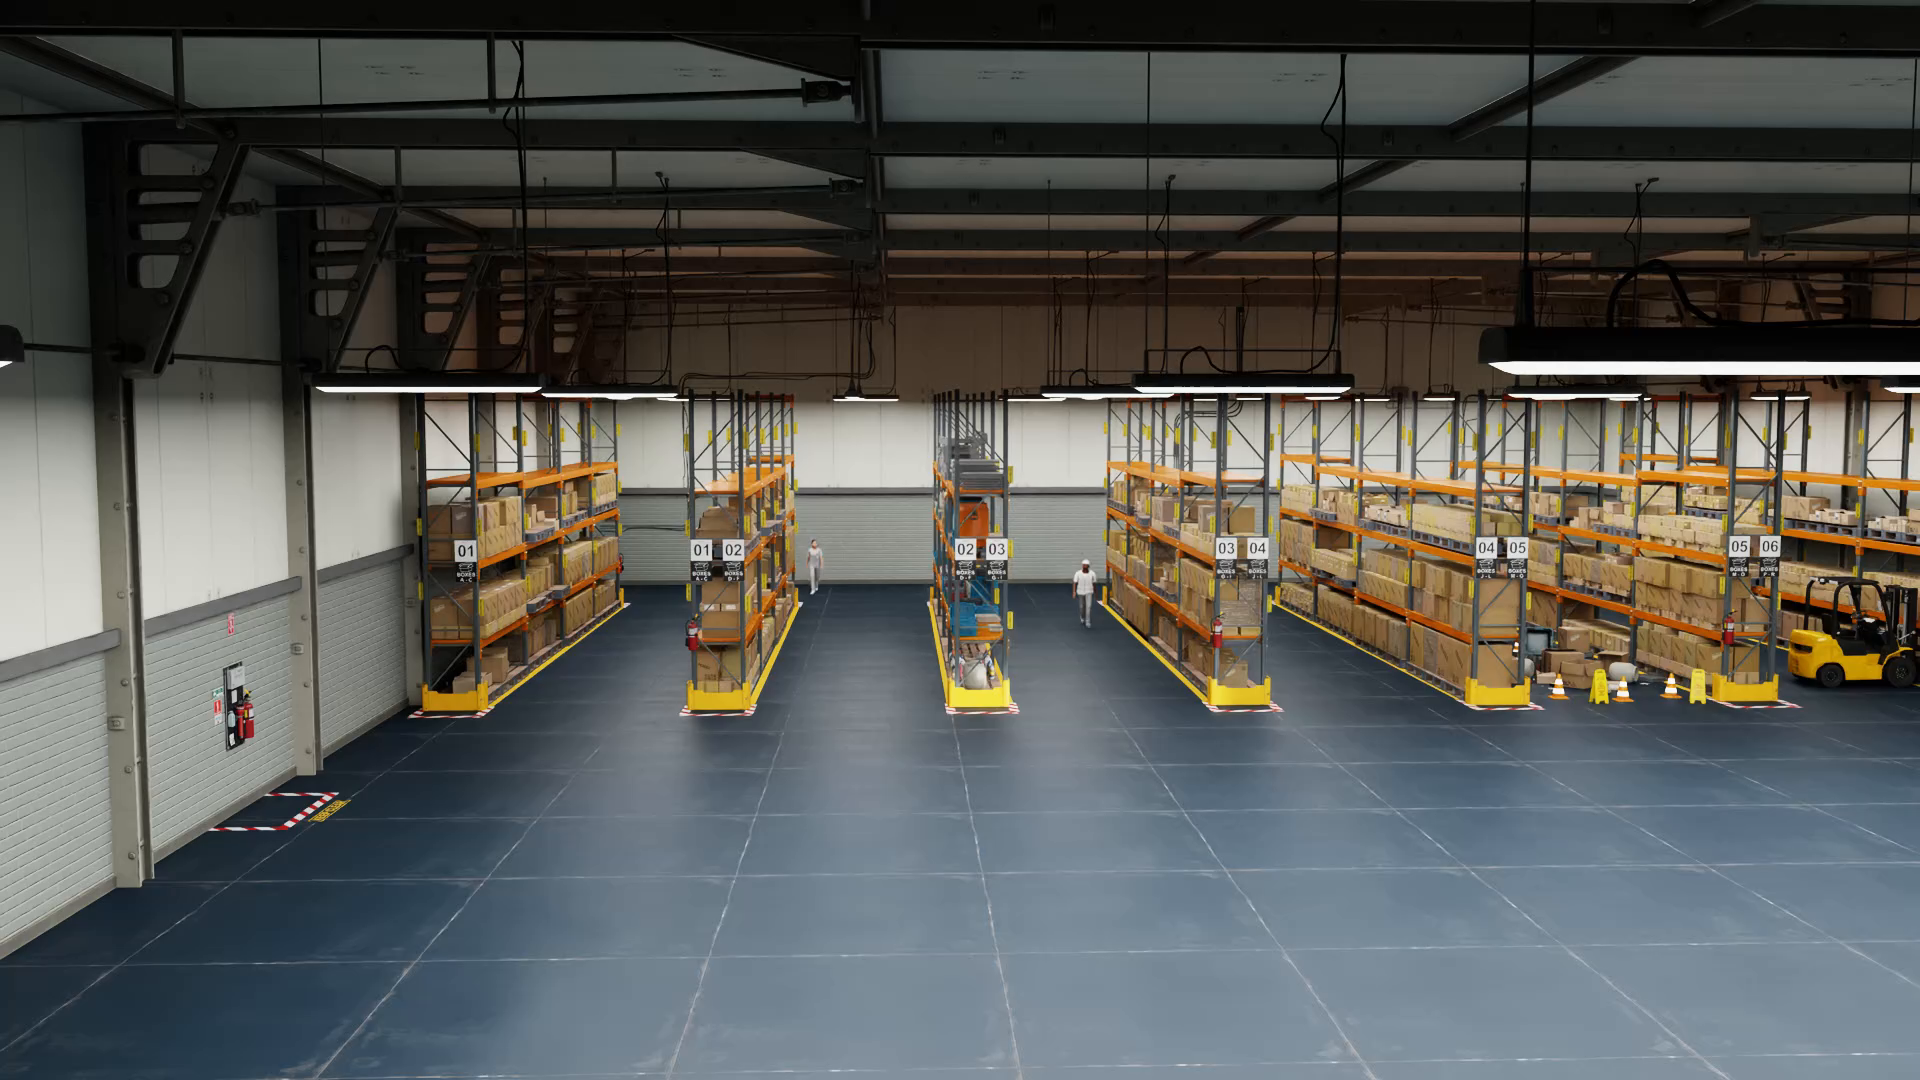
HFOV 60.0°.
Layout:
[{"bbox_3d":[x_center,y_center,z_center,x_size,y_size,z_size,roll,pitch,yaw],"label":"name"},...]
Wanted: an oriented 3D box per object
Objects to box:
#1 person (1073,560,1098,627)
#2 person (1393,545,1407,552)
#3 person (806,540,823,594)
[{"bbox_3d":[3.213,1.360,42.785,0.618,1.710,1.072,1,5,11],"label":"person"},{"bbox_3d":[13.550,0.678,51.160,0.611,1.711,0.545,-1,5,-17],"label":"person"},{"bbox_3d":[-4.397,0.788,50.397,0.484,1.604,1.072,-1,5,-11],"label":"person"}]
